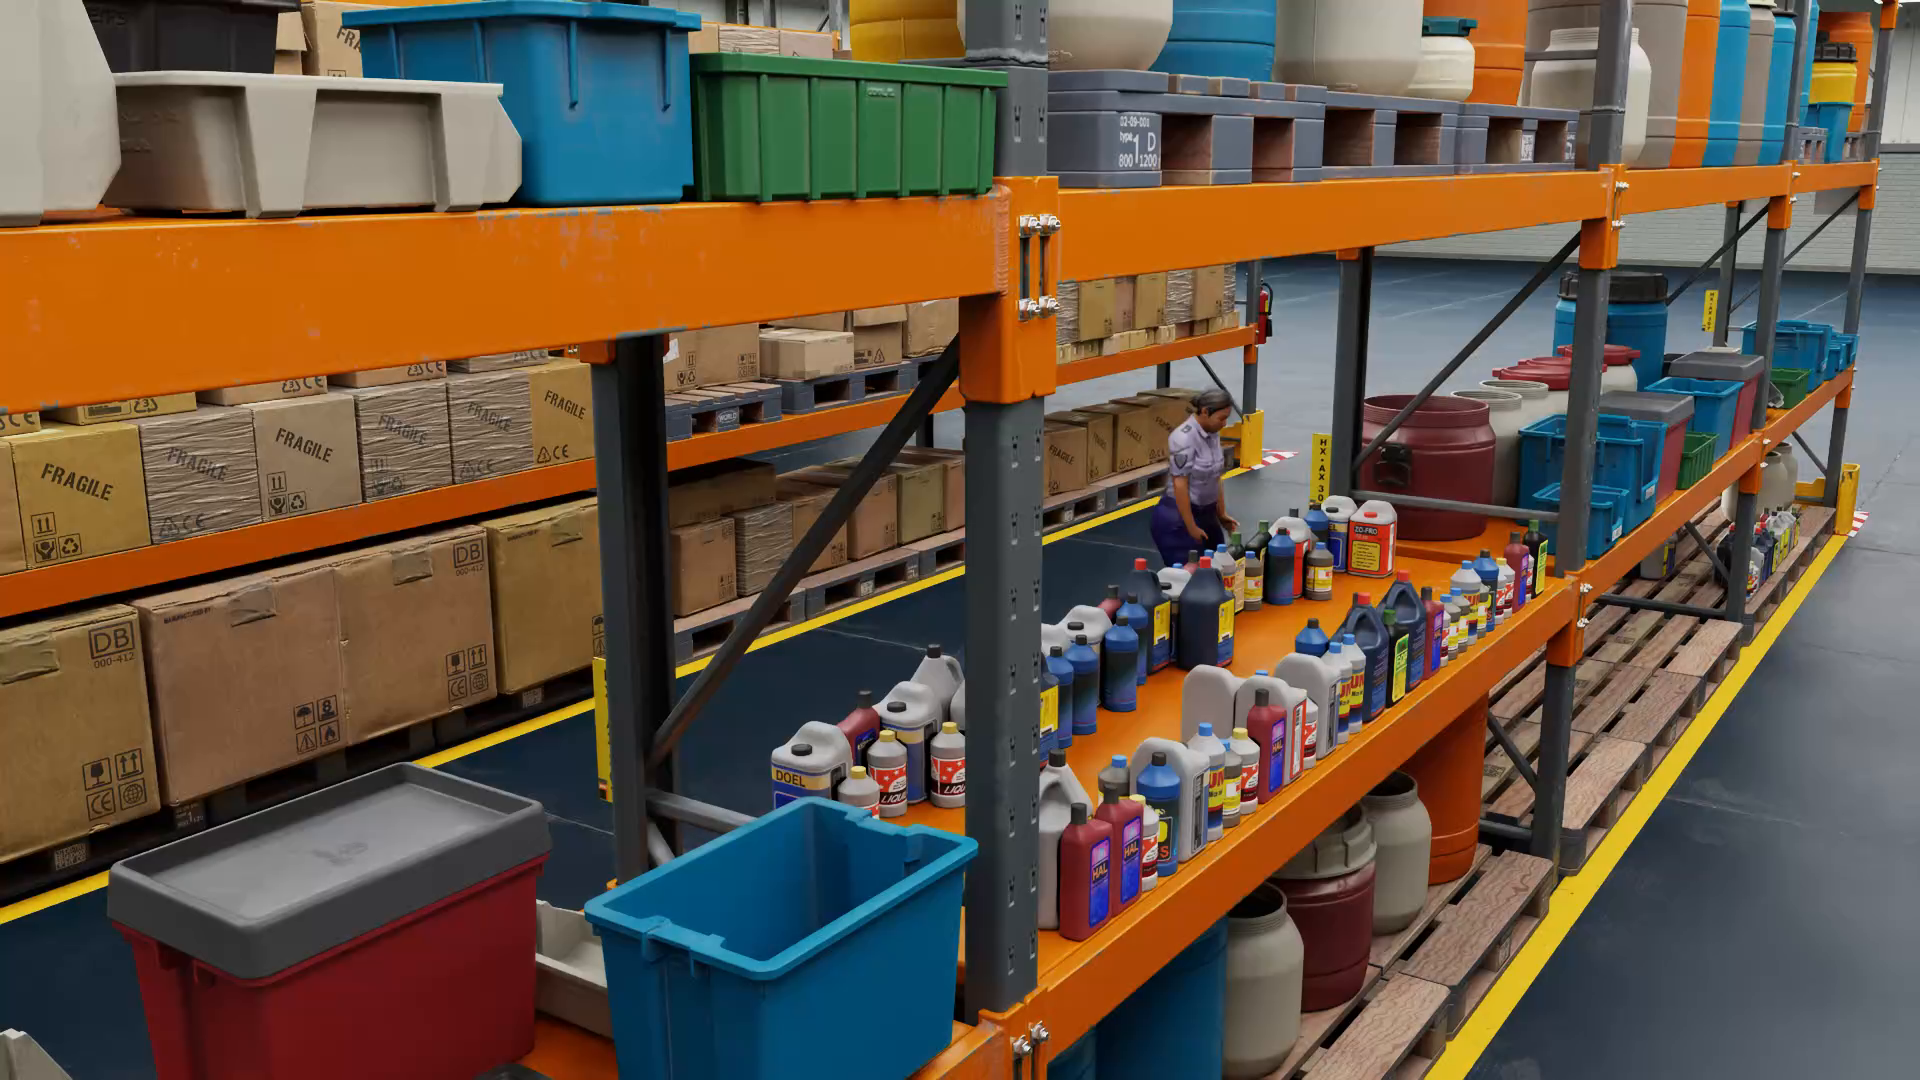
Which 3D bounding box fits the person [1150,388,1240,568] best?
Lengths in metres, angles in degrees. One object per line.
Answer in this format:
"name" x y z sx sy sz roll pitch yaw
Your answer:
"person" 1.338 -0.082 9.511 0.411 1.598 0.500 9 16 34
